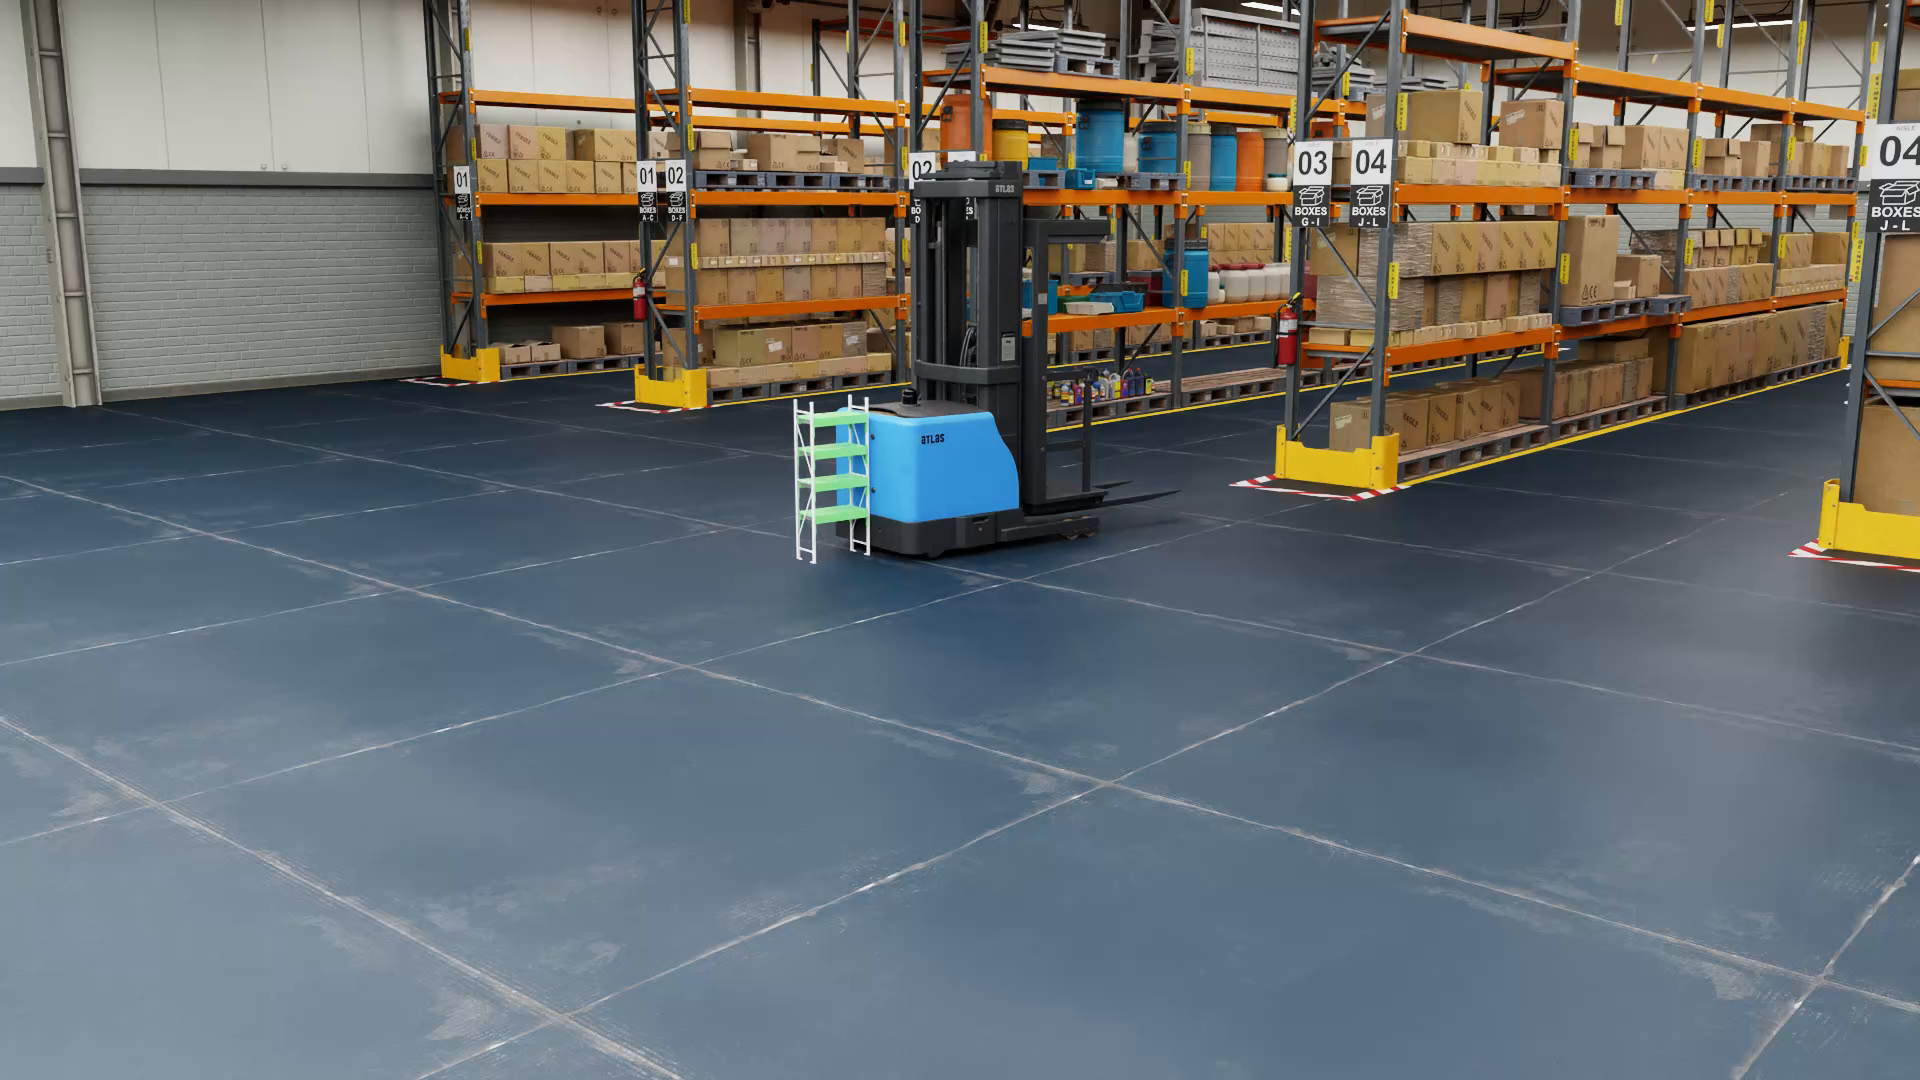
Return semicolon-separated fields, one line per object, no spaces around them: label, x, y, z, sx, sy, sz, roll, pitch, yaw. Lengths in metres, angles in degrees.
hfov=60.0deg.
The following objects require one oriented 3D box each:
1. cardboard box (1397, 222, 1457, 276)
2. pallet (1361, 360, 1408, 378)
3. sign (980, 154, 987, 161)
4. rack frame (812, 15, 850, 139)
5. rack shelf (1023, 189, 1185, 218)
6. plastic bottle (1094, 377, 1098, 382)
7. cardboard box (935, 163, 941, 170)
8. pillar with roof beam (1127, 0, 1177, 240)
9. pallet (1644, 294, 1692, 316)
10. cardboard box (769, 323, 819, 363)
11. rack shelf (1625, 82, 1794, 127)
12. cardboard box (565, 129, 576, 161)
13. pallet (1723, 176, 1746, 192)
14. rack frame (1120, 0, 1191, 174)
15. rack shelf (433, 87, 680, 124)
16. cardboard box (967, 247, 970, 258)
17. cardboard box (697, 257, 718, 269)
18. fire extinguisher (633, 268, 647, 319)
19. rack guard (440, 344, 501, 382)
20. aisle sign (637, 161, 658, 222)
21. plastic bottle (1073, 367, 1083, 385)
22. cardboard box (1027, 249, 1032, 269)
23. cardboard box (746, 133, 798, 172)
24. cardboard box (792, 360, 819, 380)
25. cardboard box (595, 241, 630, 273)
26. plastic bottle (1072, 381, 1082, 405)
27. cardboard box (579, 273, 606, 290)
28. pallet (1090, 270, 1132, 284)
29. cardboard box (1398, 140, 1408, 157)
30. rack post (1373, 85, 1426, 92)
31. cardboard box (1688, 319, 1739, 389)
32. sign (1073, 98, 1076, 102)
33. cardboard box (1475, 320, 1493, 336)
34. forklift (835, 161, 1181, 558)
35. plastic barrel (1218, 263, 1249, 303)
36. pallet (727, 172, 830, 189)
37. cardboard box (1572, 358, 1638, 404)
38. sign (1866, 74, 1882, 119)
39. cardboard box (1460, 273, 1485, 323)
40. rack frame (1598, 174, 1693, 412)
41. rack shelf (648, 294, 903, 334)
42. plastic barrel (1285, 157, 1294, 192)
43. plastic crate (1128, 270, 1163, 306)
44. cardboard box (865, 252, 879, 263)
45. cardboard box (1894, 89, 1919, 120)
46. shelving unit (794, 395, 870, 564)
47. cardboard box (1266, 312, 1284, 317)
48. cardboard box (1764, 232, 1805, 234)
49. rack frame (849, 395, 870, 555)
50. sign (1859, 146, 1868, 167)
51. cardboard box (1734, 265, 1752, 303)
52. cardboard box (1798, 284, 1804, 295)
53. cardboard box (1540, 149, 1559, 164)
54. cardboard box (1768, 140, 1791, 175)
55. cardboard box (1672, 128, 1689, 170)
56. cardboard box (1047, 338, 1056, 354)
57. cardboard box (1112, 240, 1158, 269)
cardboard box;4.468;-2.829;16.147;0.500;0.500;0.500;10;15;40
pallet;6.420;-2.775;26.566;1.003;0.211;1.213;10;15;40
sign;0.255;-4.069;18.244;0.100;0.325;0.005;10;15;40
rack frame;-2.316;-8.065;30.616;1.000;3.000;0.127;10;15;40
rack shelf;1.165;-4.078;20.148;1.077;0.370;4.000;10;15;40
plastic bottle;1.746;-1.920;20.978;0.061;0.283;0.133;10;15;40
cardboard box;-0.459;-5.669;25.587;0.500;0.250;0.500;8;14;35
pillar with roof beam;7.331;-9.195;36.271;9.100;9.000;0.548;10;15;40
pallet;8.456;-2.989;21.010;1.213;0.211;1.003;10;15;40
cardboard box;-2.360;-2.802;23.616;0.500;0.500;0.500;10;15;40
rack shelf;10.166;-5.889;22.580;1.077;0.370;4.000;10;15;40
cardboard box;-6.477;-6.288;26.518;0.500;0.500;0.500;10;15;40
pallet;9.967;-4.847;22.644;1.003;0.211;1.213;11;16;43
rack frame;2.485;-6.196;21.257;1.000;3.000;0.127;10;15;40
rack shelf;-6.277;-6.828;26.267;1.077;0.370;4.000;10;15;40
cardboard box;-0.120;-5.740;33.224;0.500;0.500;0.500;10;15;41
cardboard box;-3.453;-3.703;22.183;0.380;0.149;0.250;10;15;40
fire extinguisher;-4.300;-3.311;22.328;0.296;0.674;0.183;10;15;40
rack guard;-7.547;-2.732;25.612;1.175;0.500;0.348;10;15;40
aisle sign;-4.138;-4.610;21.994;0.394;0.787;0.004;10;15;40
plastic bottle;1.516;-2.078;21.596;0.144;0.351;0.185;9;14;38
cardboard box;1.181;-6.043;35.044;0.980;0.700;0.700;9;15;39
cardboard box;-2.572;-5.310;22.795;0.500;0.500;0.500;10;15;40
cardboard box;-2.361;-2.435;23.690;0.500;0.250;0.500;10;15;40
cardboard box;-5.702;-4.582;26.913;0.500;0.500;0.500;9;15;39
plastic bottle;1.439;-1.807;20.410;0.061;0.283;0.133;10;15;41
cardboard box;-6.028;-4.140;26.612;0.500;0.250;0.500;10;15;41
pallet;2.688;-4.676;29.454;1.003;0.211;1.213;10;15;40
cardboard box;3.921;-3.629;15.427;0.380;0.149;0.250;10;15;40
rack post;6.526;-6.813;25.625;0.954;0.300;0.937;-10;15;-41
cardboard box;9.912;-2.595;22.898;1.225;0.875;0.875;10;15;41
sign;2.552;-9.851;36.766;0.100;0.325;0.005;10;15;40
cardboard box;5.283;-2.202;17.219;0.380;0.149;0.250;10;15;40
forklift;0.496;-1.513;13.305;3.031;2.935;1.130;-9;14;-37
plastic barrel;3.766;-3.541;22.934;0.433;0.535;0.433;0;11;0
pallet;-2.582;-5.015;23.229;1.003;0.211;1.213;10;15;40
cardboard box;8.062;-2.008;20.863;0.700;0.500;0.500;8;14;36
sign;6.826;-3.307;12.395;0.100;0.325;0.005;10;15;40
cardboard box;4.890;-2.526;17.187;0.875;0.500;0.500;10;15;40
rack frame;8.846;-3.202;21.585;1.000;3.000;0.127;10;15;40
rack shelf;-2.553;-3.248;23.651;1.077;0.370;4.000;10;15;40
plastic barrel;4.690;-5.362;24.456;0.421;0.512;0.421;0;11;0
plastic crate;2.575;-3.396;22.393;0.402;0.464;0.583;10;15;40
cardboard box;-1.416;-4.158;24.460;0.380;0.149;0.250;9;15;39
cardboard box;7.338;-3.275;12.589;0.500;0.250;0.500;10;15;41
shelving unit;-0.956;-0.461;12.457;0.503;1.200;0.258;-9;14;-37
cardboard box;6.514;-4.539;33.535;0.500;0.500;0.500;10;15;40
cardboard box;13.277;-4.710;26.843;0.500;0.500;0.500;9;15;39
rack frame;-0.764;-0.491;12.604;0.015;1.200;0.240;-9;14;-37
sign;14.525;-6.173;26.743;0.100;0.325;0.005;10;15;40
cardboard box;10.712;-3.586;23.251;0.500;0.500;0.500;10;15;40
cardboard box;12.620;-3.822;25.330;0.380;0.149;0.250;9;15;40
cardboard box;6.208;-4.121;17.894;0.380;0.149;0.250;10;15;42
cardboard box;11.958;-5.688;24.792;0.700;0.500;0.500;9;14;37
cardboard box;8.719;-4.865;20.719;0.500;0.500;0.500;10;15;42
cardboard box;1.243;-3.232;27.683;0.500;0.250;0.500;10;15;42
cardboard box;3.161;-5.177;30.144;0.500;0.500;0.700;-9;15;-39
